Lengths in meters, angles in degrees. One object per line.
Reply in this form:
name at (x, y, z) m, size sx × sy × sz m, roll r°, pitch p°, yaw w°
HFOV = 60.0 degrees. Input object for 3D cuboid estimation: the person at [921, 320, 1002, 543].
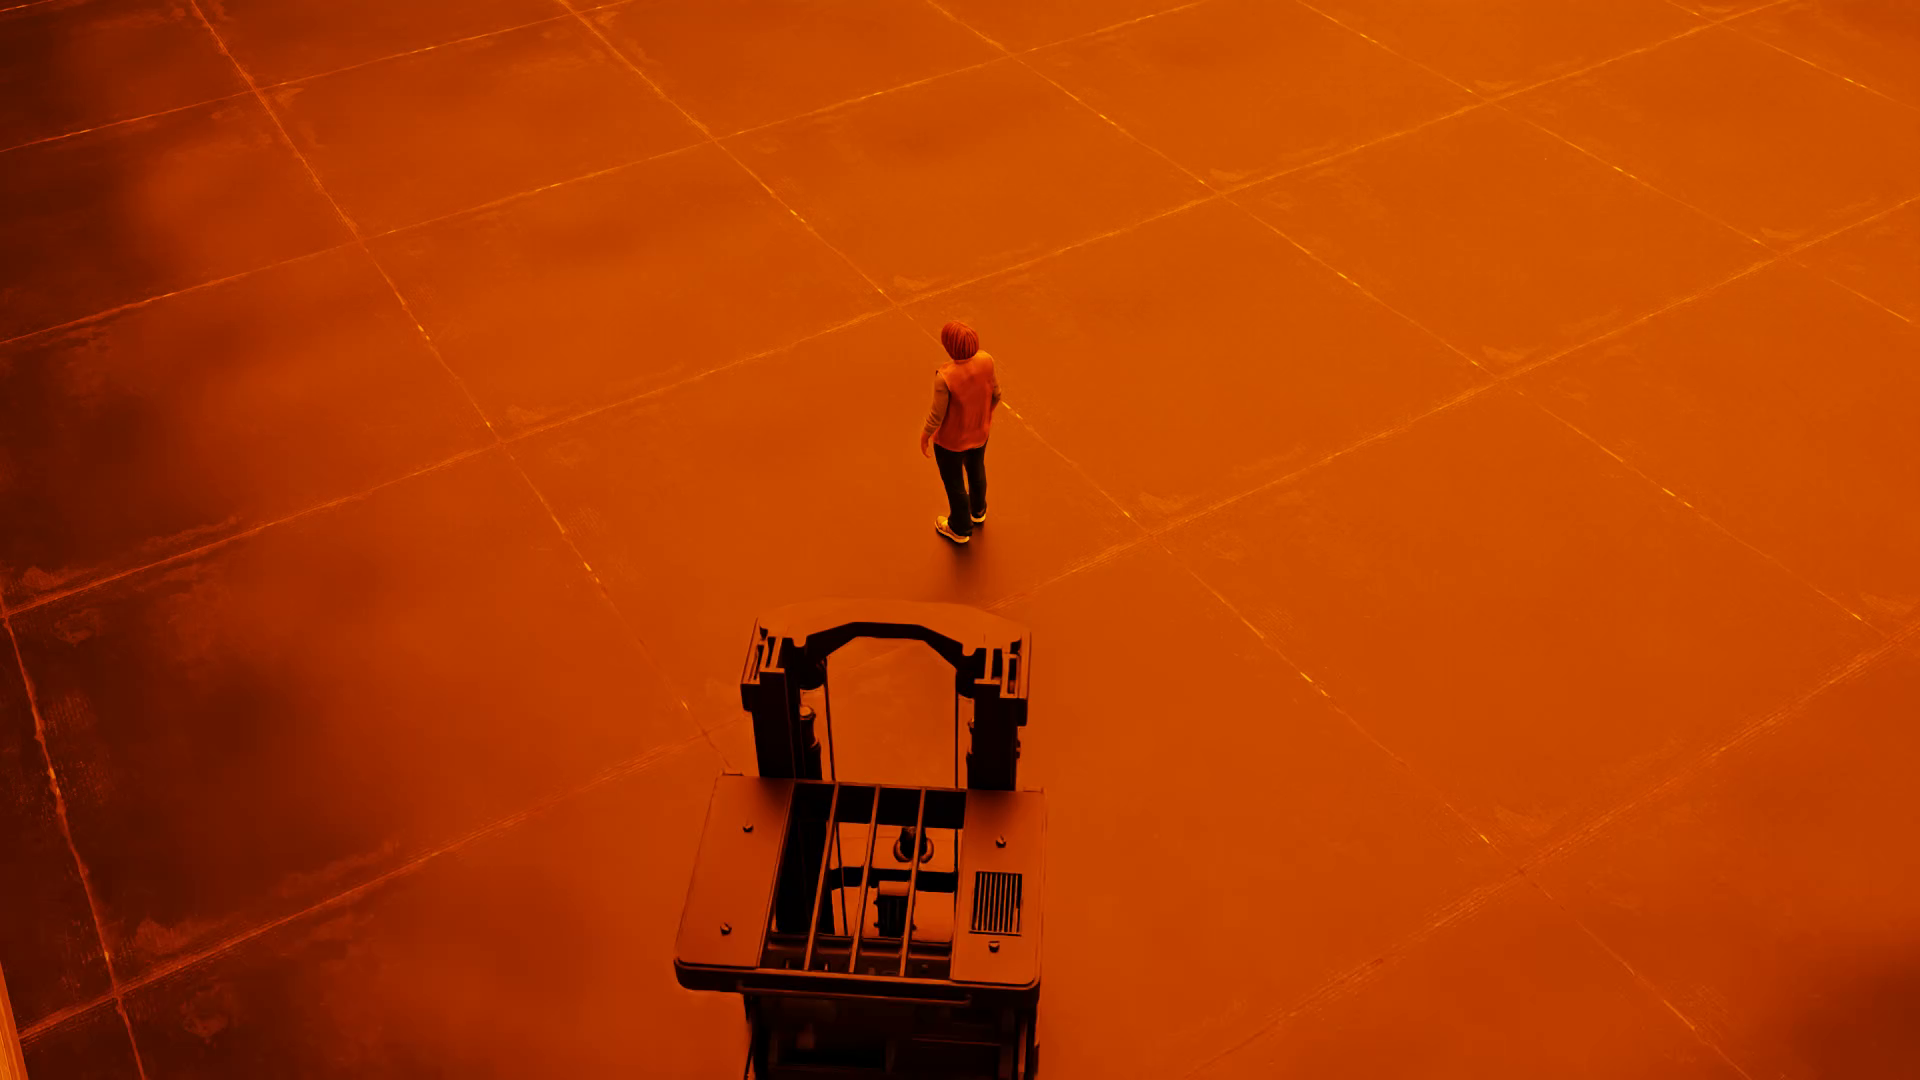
person at (-0.028, -0.652, 9.620) m, size 0.520 × 1.596 × 0.475 m, roll -23°, pitch 46°, yaw -24°

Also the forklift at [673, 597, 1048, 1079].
forklift at (-0.276, 1.751, 5.867) m, size 1.130 × 2.935 × 3.031 m, roll 3°, pitch 41°, yaw 3°
